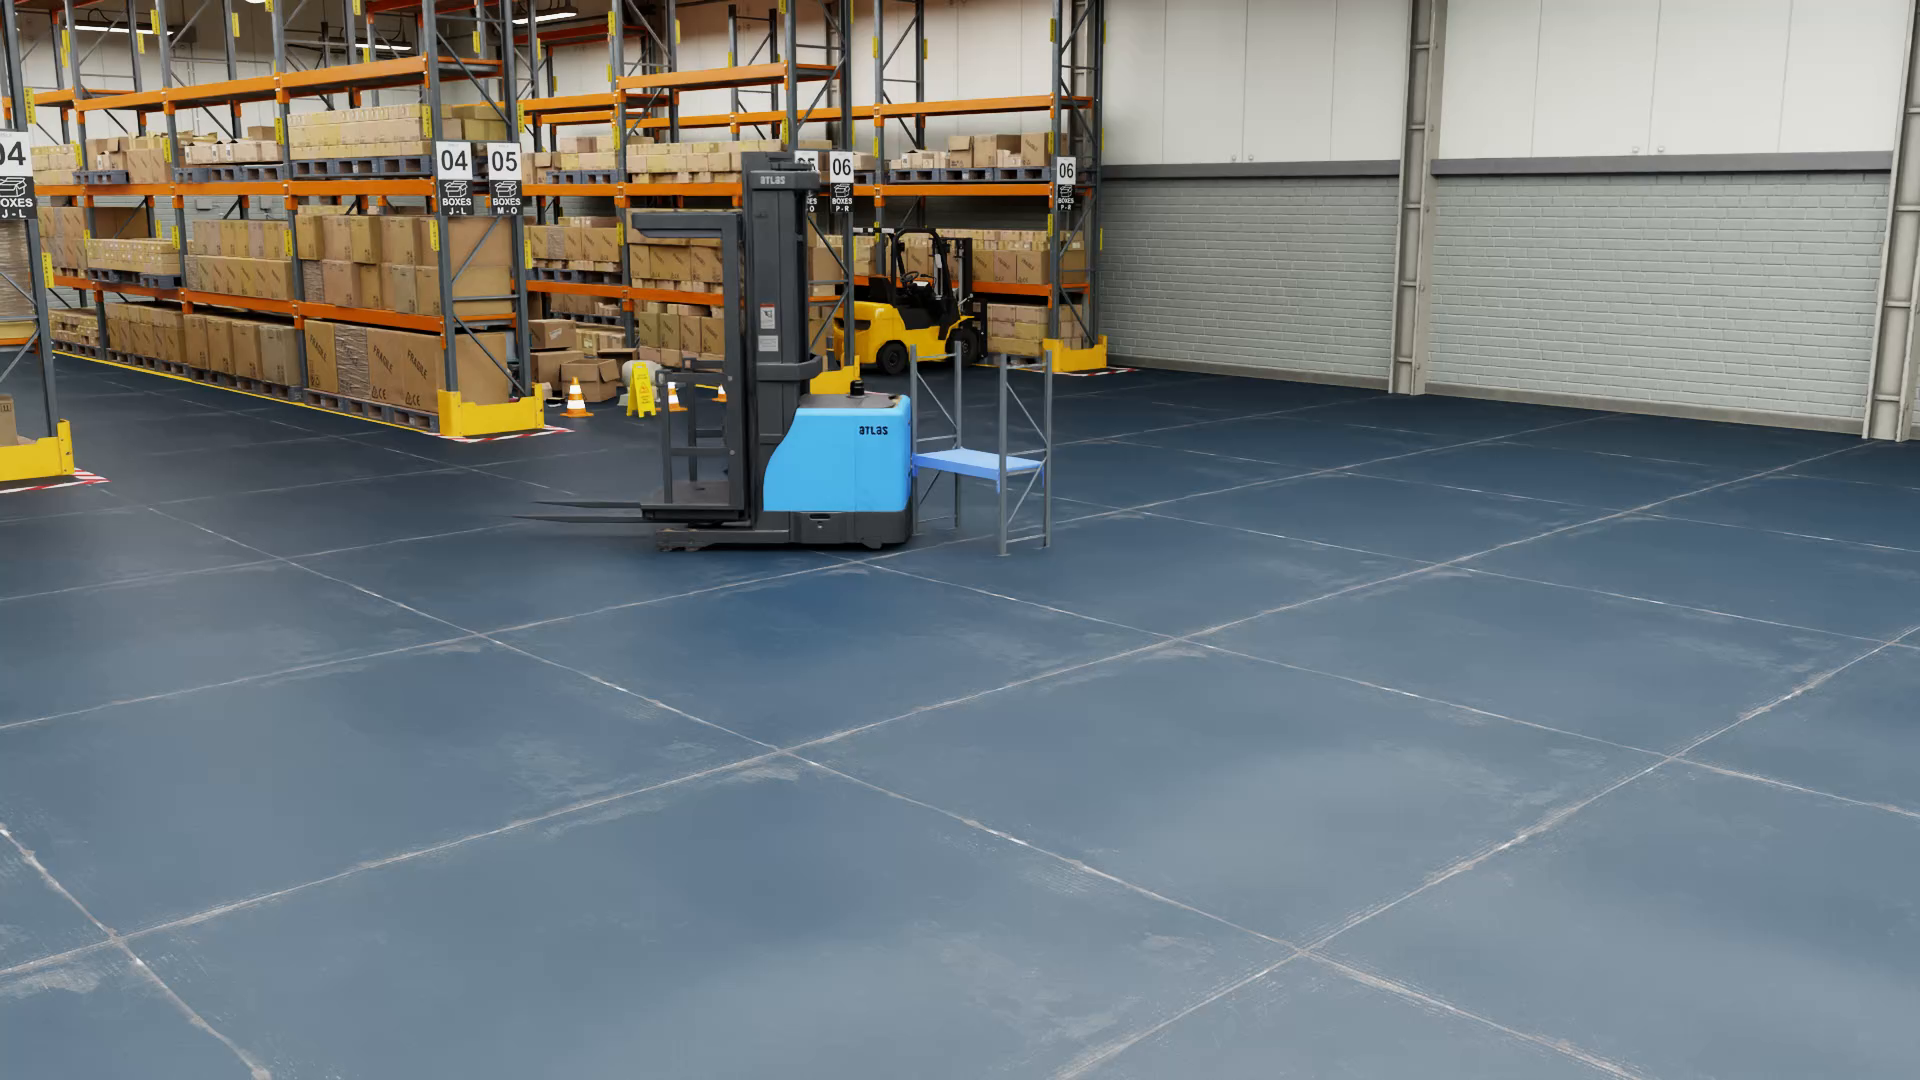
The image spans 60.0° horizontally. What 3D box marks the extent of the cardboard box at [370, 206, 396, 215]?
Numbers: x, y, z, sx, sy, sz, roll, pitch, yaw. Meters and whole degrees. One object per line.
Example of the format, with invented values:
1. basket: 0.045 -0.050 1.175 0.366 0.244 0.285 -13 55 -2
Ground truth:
1. cardboard box: -10.558 -6.030 30.413 0.380 0.149 0.250 -11 16 -44

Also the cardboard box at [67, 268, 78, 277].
1. cardboard box: -14.760 -4.501 27.947 0.250 0.149 0.380 11 16 43

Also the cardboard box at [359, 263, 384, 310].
1. cardboard box: -6.715 -3.087 20.088 0.875 0.550 0.500 -11 16 -43

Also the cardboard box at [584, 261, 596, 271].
1. cardboard box: -5.519 -4.198 25.438 0.380 0.149 0.250 -11 16 -43

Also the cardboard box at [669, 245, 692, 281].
1. cardboard box: -3.788 -3.952 23.675 0.500 0.500 0.500 -11 16 -43

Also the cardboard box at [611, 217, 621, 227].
1. cardboard box: -5.484 -4.986 26.044 0.380 0.149 0.250 -10 15 -39

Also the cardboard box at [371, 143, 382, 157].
1. cardboard box: -6.517 -4.468 19.064 0.380 0.149 0.250 -11 16 -43

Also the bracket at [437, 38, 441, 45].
1. bracket: -12.680 -12.026 40.064 0.235 0.232 0.430 -11 16 -43

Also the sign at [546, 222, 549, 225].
1. sign: -6.967 -5.195 28.018 0.100 0.325 0.005 -11 16 -43

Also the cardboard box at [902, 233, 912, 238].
1. cardboard box: -0.739 -5.099 27.636 0.380 0.149 0.250 -11 16 -42

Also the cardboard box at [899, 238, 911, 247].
1. cardboard box: -0.793 -4.944 27.618 0.380 0.149 0.250 -10 16 -41

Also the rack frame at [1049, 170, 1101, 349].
1. rack frame: 1.759 -4.114 25.446 1.000 3.000 0.127 -11 16 -43

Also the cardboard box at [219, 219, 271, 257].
1. cardboard box: -9.854 -4.208 23.179 0.700 0.500 0.500 -11 16 -43

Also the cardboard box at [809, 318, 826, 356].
1. cardboard box: -2.202 -2.808 23.021 0.500 0.500 0.500 11 16 43

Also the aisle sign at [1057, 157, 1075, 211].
1. aisle sign: 1.592 -5.337 24.939 0.394 0.787 0.004 -11 16 -43

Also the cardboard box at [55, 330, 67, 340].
1. cardboard box: -15.390 -3.554 28.750 0.250 0.149 0.380 11 16 42

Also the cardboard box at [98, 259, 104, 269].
1. cardboard box: -13.321 -4.353 26.188 0.380 0.149 0.250 -11 16 -42

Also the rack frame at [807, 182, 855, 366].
1. rack frame: -1.828 -3.422 22.086 1.000 3.000 0.127 -11 16 -43

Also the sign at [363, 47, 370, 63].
1. sign: -10.534 -8.573 29.513 0.100 0.325 0.005 -11 16 -43

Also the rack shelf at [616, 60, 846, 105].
1. rack shelf: -3.210 -6.298 22.971 1.077 0.370 4.000 -11 16 -43

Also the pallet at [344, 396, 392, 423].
1. pallet: -6.786 -1.635 20.326 1.003 0.211 1.213 -11 16 -43

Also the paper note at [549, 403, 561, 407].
1. paper note: -5.165 -1.722 21.196 0.144 0.017 0.142 -5 13 -23

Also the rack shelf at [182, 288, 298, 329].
1. rack shelf: -9.482 -3.241 22.990 1.077 0.370 4.000 -11 16 -43

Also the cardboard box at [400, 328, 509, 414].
1. cardboard box: -5.855 -1.972 19.274 0.875 0.875 0.875 -11 16 -42

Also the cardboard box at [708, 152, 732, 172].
1. cardboard box: -3.085 -5.149 22.670 0.500 0.250 0.500 -10 16 -41

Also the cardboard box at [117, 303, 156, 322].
1. cardboard box: -12.937 -3.595 26.224 0.500 0.250 0.500 -10 16 -41

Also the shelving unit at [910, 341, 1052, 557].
1. shelving unit: 0.149 -0.719 12.684 0.538 1.500 1.048 -10 15 -40

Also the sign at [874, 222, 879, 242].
1. sign: -1.389 -5.149 27.797 0.100 0.325 0.005 -11 16 -43

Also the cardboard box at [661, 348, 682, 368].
1. cardboard box: -4.002 -2.664 24.184 0.500 0.250 0.500 -10 15 -39

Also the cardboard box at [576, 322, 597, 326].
1. cardboard box: -6.455 -3.318 27.052 0.950 0.372 0.625 -11 16 -44

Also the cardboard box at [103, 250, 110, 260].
1. cardboard box: -13.147 -4.462 25.981 0.250 0.149 0.380 11 16 43

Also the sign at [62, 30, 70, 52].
1. sign: -14.031 -7.830 26.106 0.100 0.325 0.005 -11 16 -43

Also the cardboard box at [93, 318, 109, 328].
1. cardboard box: -14.060 -3.585 27.428 0.380 0.149 0.250 -10 15 -41

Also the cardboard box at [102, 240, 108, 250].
1. cardboard box: -13.144 -4.607 25.945 0.380 0.149 0.250 -11 16 -43

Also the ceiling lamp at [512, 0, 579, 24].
1. ceiling lamp: -7.539 -11.234 30.672 0.800 3.185 2.000 -11 16 -43

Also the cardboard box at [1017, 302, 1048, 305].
1. cardboard box: 1.216 -3.632 26.401 0.500 0.250 0.500 -11 16 -42

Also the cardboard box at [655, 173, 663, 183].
1. cardboard box: -4.161 -5.205 23.932 0.380 0.149 0.250 -11 16 -43

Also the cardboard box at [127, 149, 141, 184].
1. cardboard box: -12.139 -5.596 24.956 0.500 0.500 0.500 -11 16 -43

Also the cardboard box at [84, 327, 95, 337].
1. cardboard box: -14.269 -3.463 27.574 0.250 0.149 0.380 11 16 42

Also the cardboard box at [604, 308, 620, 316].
1. cardboard box: -7.125 -4.715 34.388 0.250 0.149 0.380 11 16 43

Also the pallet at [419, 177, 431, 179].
1. pallet: -8.610 -6.215 28.680 1.003 0.211 1.213 -10 15 -40

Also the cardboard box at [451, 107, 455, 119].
1. cardboard box: -5.688 -4.876 19.067 0.380 0.149 0.250 -11 16 -43

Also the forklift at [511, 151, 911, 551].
1. forklift: -1.903 -1.456 12.715 3.031 2.935 1.130 0 12 2

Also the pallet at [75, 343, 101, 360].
1. pallet: -14.115 -3.196 27.900 1.003 0.211 1.213 -11 16 -43

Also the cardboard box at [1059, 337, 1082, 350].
1. cardboard box: 1.561 -3.072 26.162 0.500 0.250 0.500 -11 16 -42

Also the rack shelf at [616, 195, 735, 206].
1. rack shelf: -5.147 -6.690 32.300 1.077 0.370 4.000 -11 16 -43

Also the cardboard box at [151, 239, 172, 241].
1. cardboard box: -12.495 -4.659 26.201 0.250 0.149 0.380 11 16 43

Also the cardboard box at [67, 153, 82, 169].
1. cardboard box: -14.128 -6.141 26.984 0.500 0.250 0.500 11 16 42

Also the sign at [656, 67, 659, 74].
1. sign: -6.131 -9.417 33.611 0.100 0.325 0.005 -11 16 -43

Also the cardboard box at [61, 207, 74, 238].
1. cardboard box: -14.507 -5.259 27.539 0.500 0.500 0.500 11 16 43

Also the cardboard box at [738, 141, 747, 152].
1. cardboard box: -2.753 -5.289 22.360 0.380 0.149 0.250 -11 16 -42

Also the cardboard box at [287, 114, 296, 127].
1. cardboard box: -8.096 -5.192 20.602 0.380 0.149 0.250 -11 16 -42
